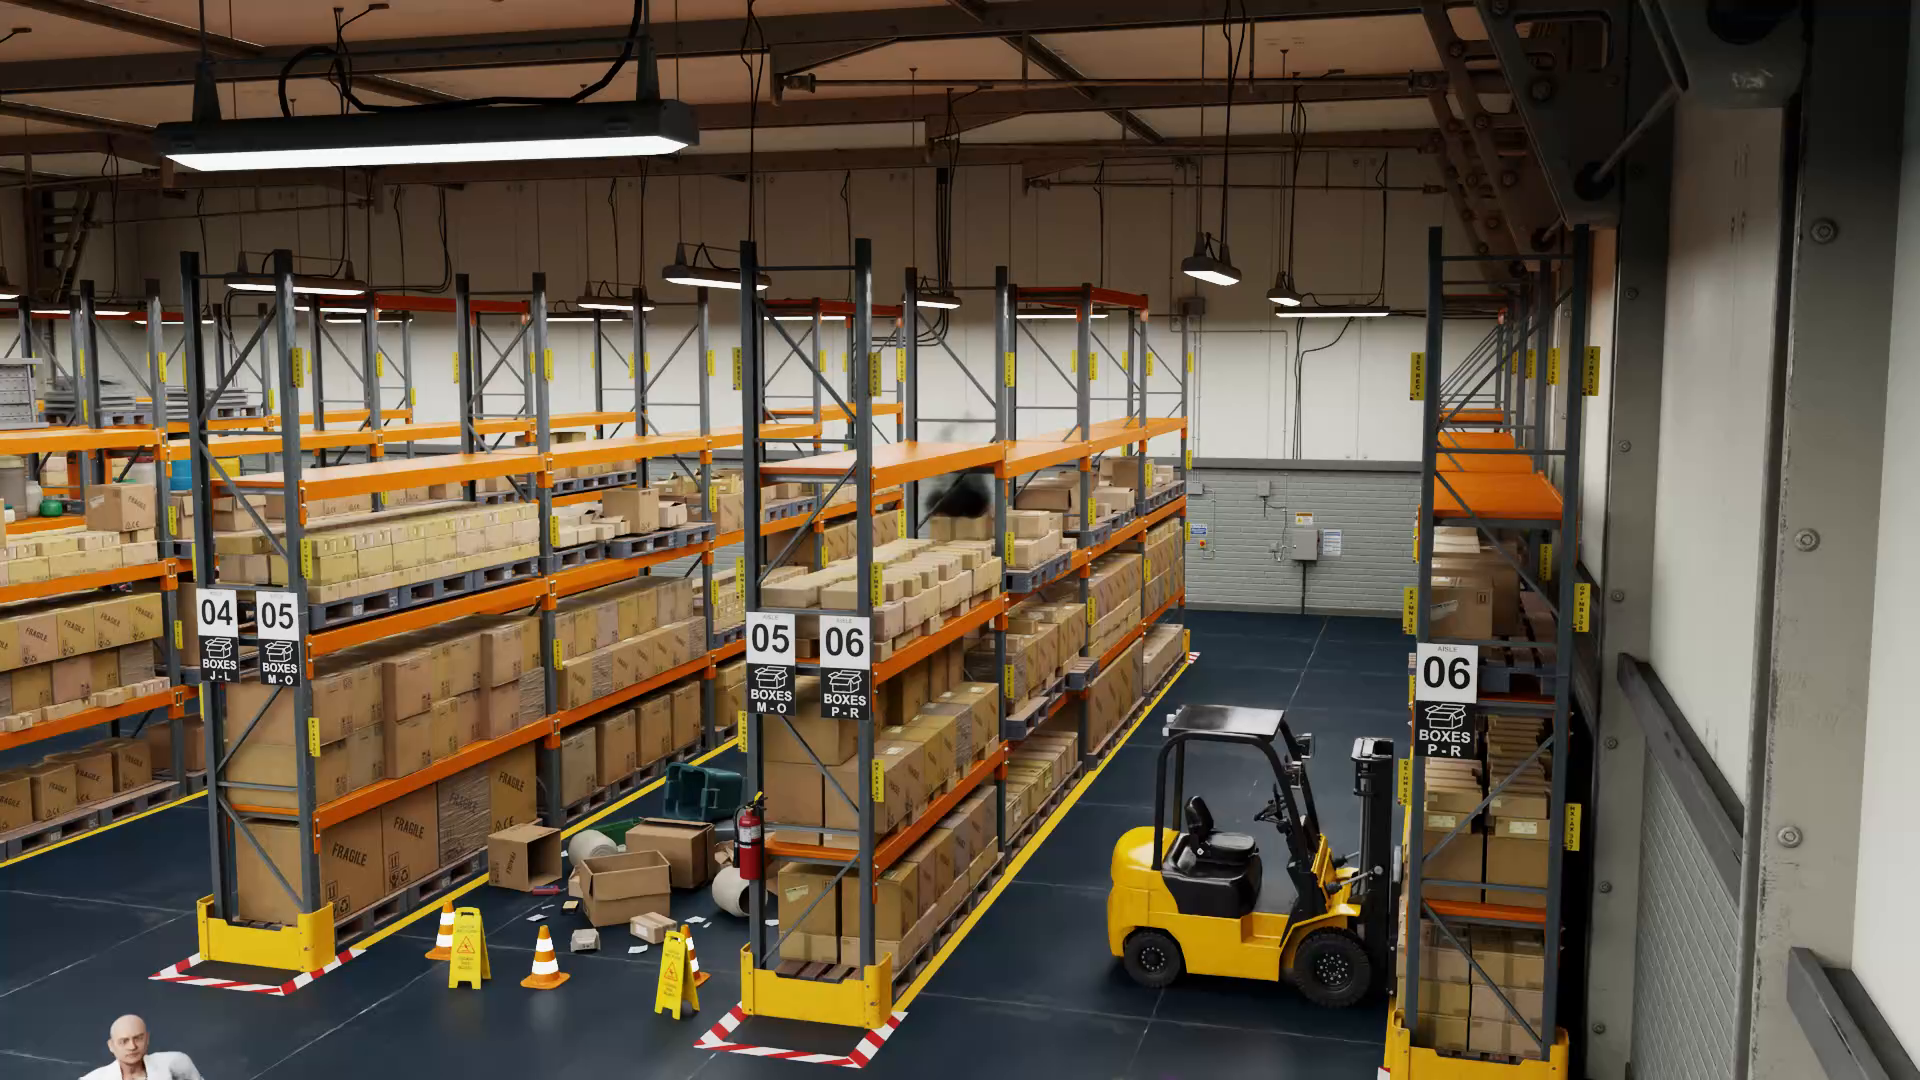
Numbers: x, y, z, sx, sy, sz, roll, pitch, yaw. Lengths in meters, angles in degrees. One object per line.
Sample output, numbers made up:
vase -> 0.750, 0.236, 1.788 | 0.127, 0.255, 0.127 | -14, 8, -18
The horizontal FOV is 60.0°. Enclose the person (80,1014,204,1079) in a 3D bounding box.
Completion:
person -> -4.219, 3.340, 8.591 | 0.692, 1.771, 0.687 | -4, 7, -31
